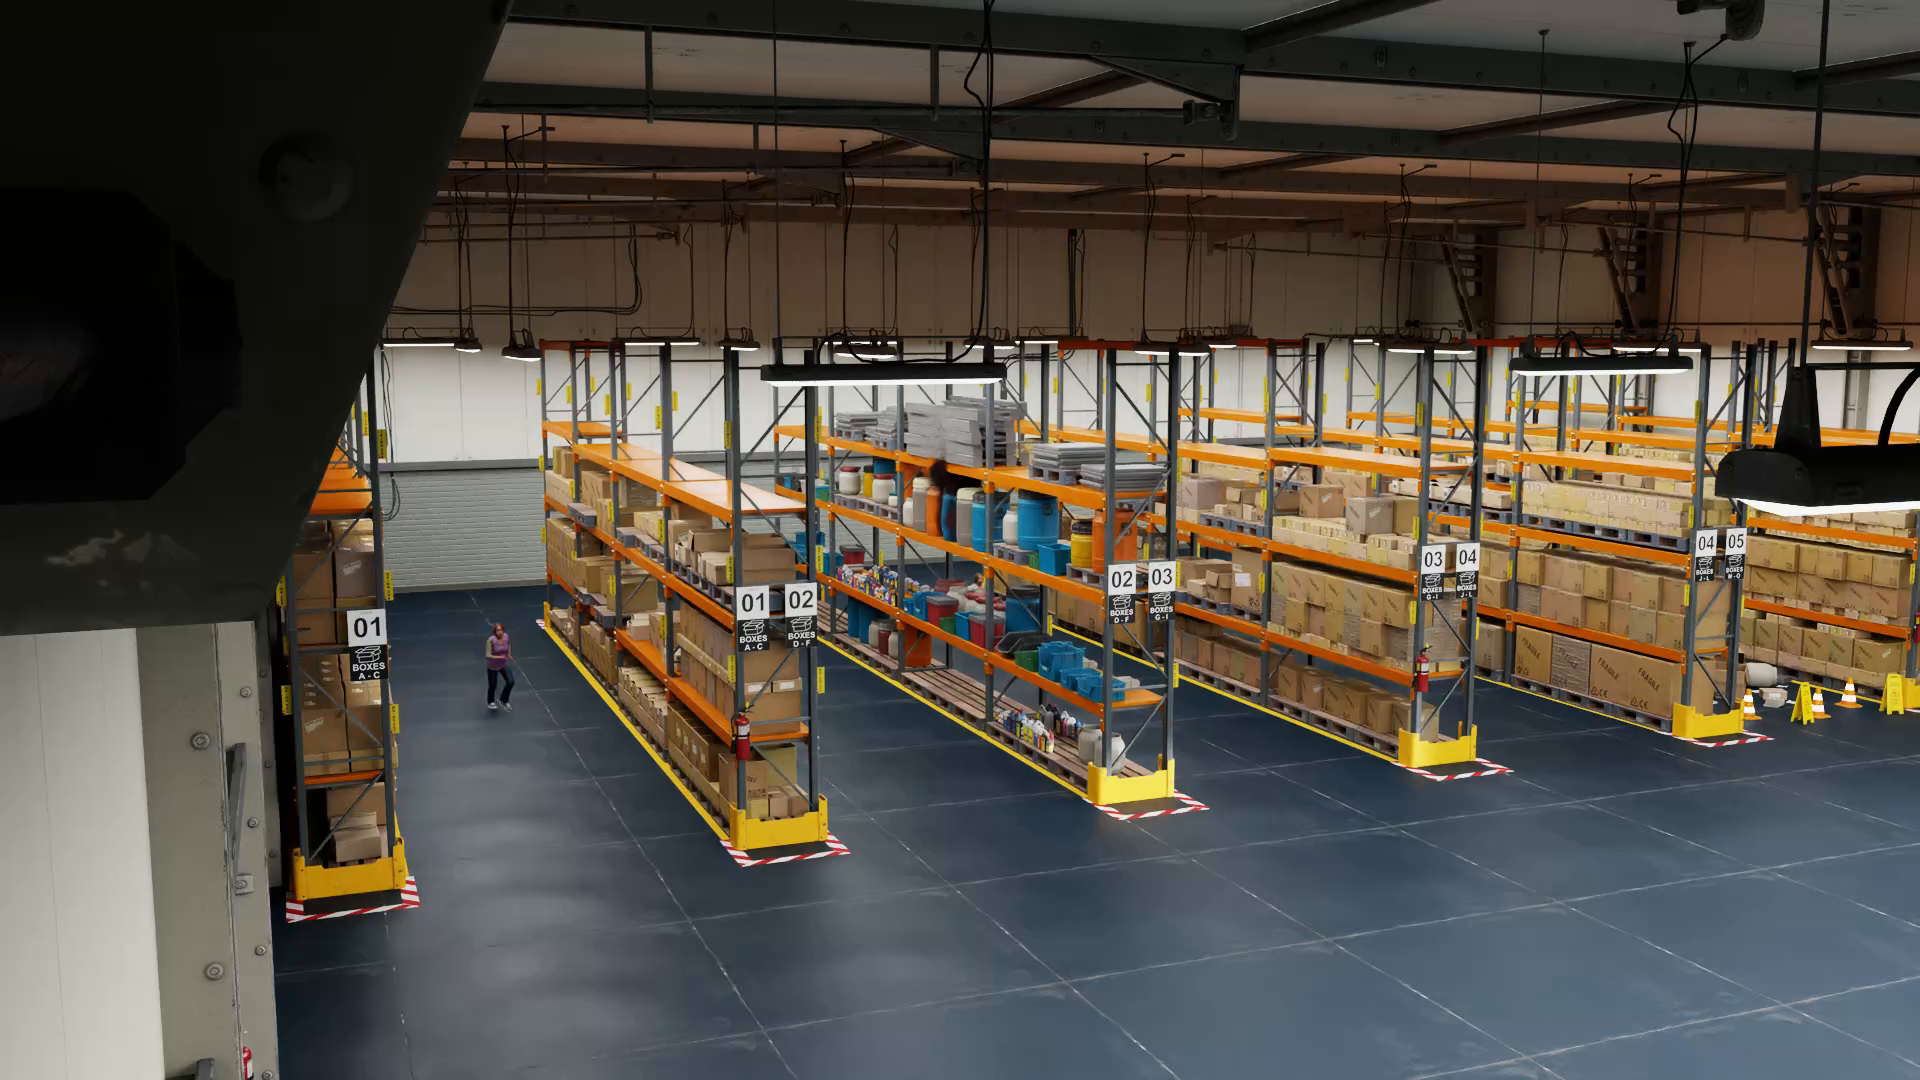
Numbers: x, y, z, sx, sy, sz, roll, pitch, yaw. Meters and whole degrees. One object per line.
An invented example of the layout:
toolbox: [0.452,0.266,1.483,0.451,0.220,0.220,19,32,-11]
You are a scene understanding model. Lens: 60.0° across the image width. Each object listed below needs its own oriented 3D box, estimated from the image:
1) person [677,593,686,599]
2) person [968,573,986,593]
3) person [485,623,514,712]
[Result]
person: [-5.899,1.029,34.502,0.606,1.680,0.864,-5,9,-34]
person: [0.317,1.389,32.246,0.517,1.553,0.586,-5,9,-32]
person: [-7.484,2.064,27.008,0.540,1.517,0.889,-5,9,-36]
